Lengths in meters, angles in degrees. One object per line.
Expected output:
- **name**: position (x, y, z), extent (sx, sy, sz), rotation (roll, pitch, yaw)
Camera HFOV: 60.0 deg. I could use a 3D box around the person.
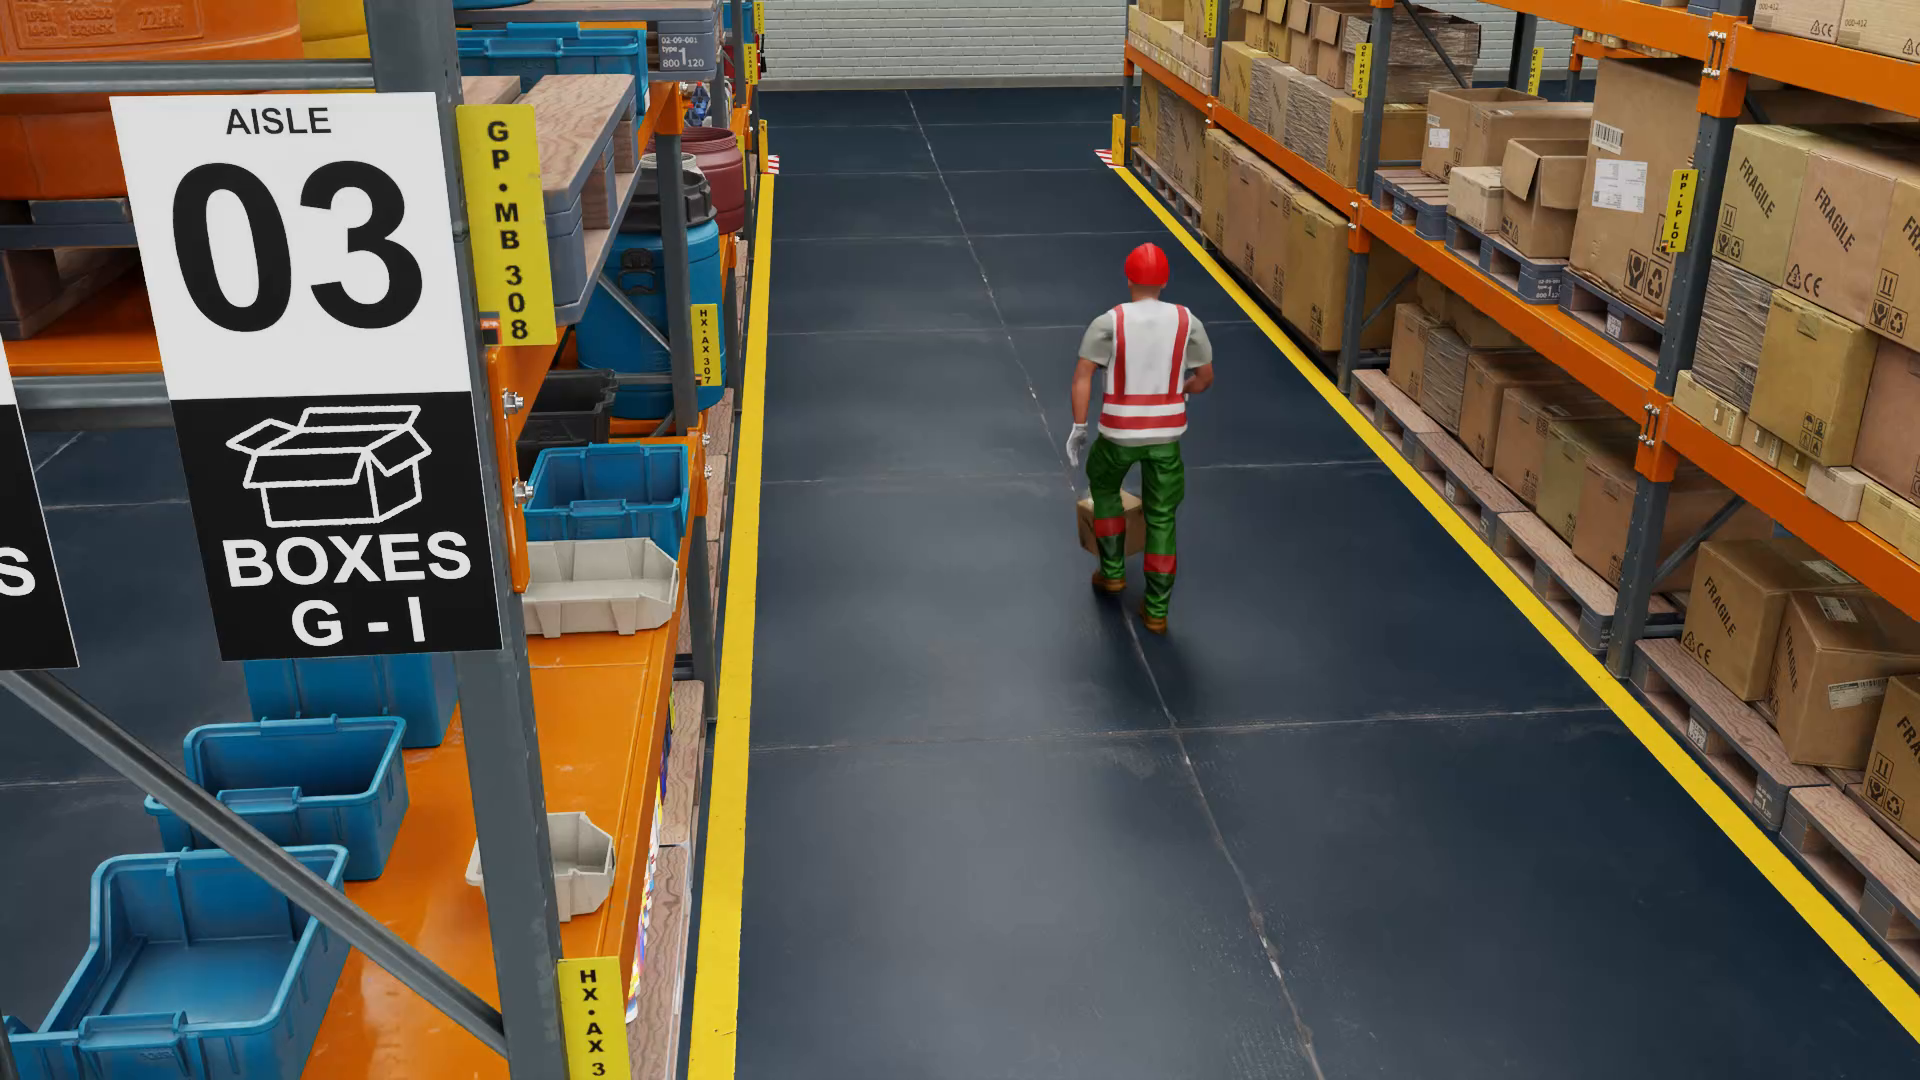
- **person**: position (0.826, -0.508, 7.780), extent (0.686, 1.752, 0.696), rotation (-1, 24, -1)
